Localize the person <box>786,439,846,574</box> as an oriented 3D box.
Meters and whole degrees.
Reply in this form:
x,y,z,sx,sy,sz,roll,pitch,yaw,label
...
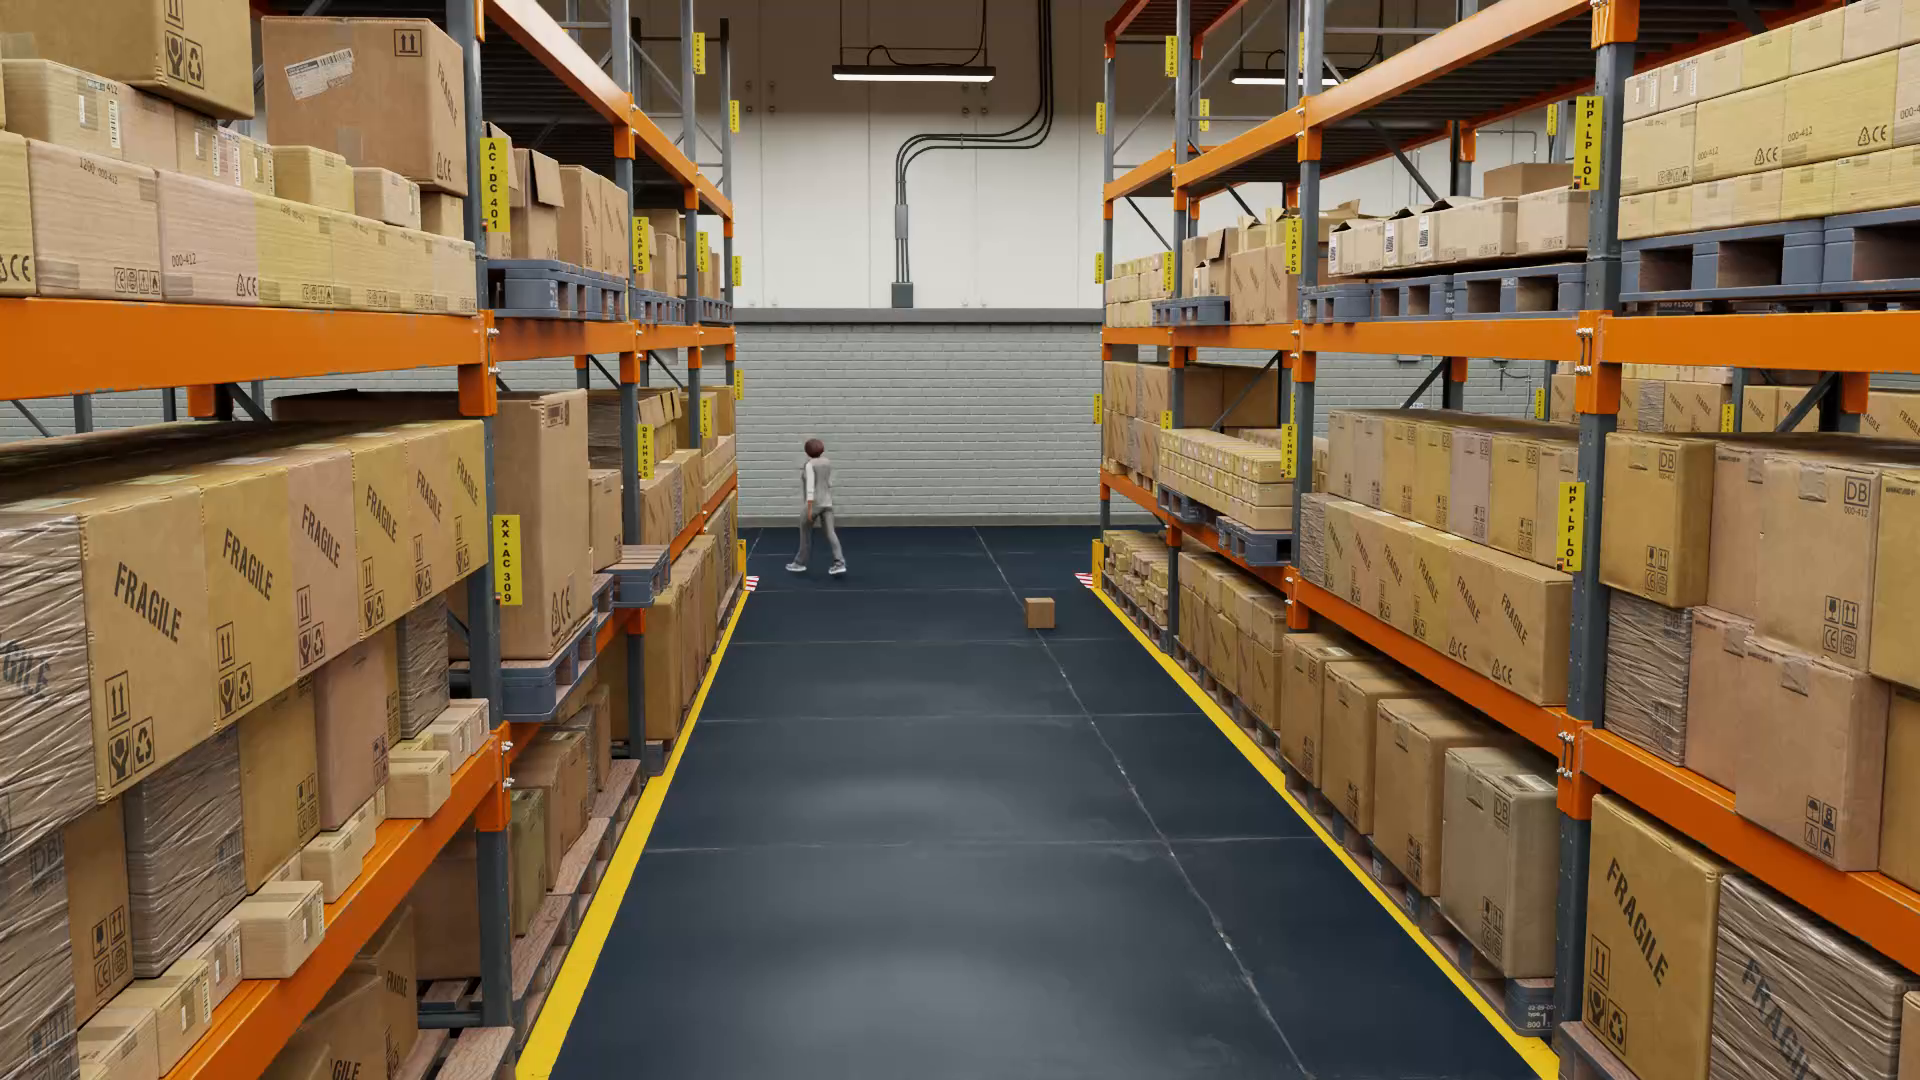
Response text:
x,y,z,sx,sy,sz,roll,pitch,yaw,label
-1.641,-0.392,18.893,0.921,1.535,0.457,7,10,44,person
